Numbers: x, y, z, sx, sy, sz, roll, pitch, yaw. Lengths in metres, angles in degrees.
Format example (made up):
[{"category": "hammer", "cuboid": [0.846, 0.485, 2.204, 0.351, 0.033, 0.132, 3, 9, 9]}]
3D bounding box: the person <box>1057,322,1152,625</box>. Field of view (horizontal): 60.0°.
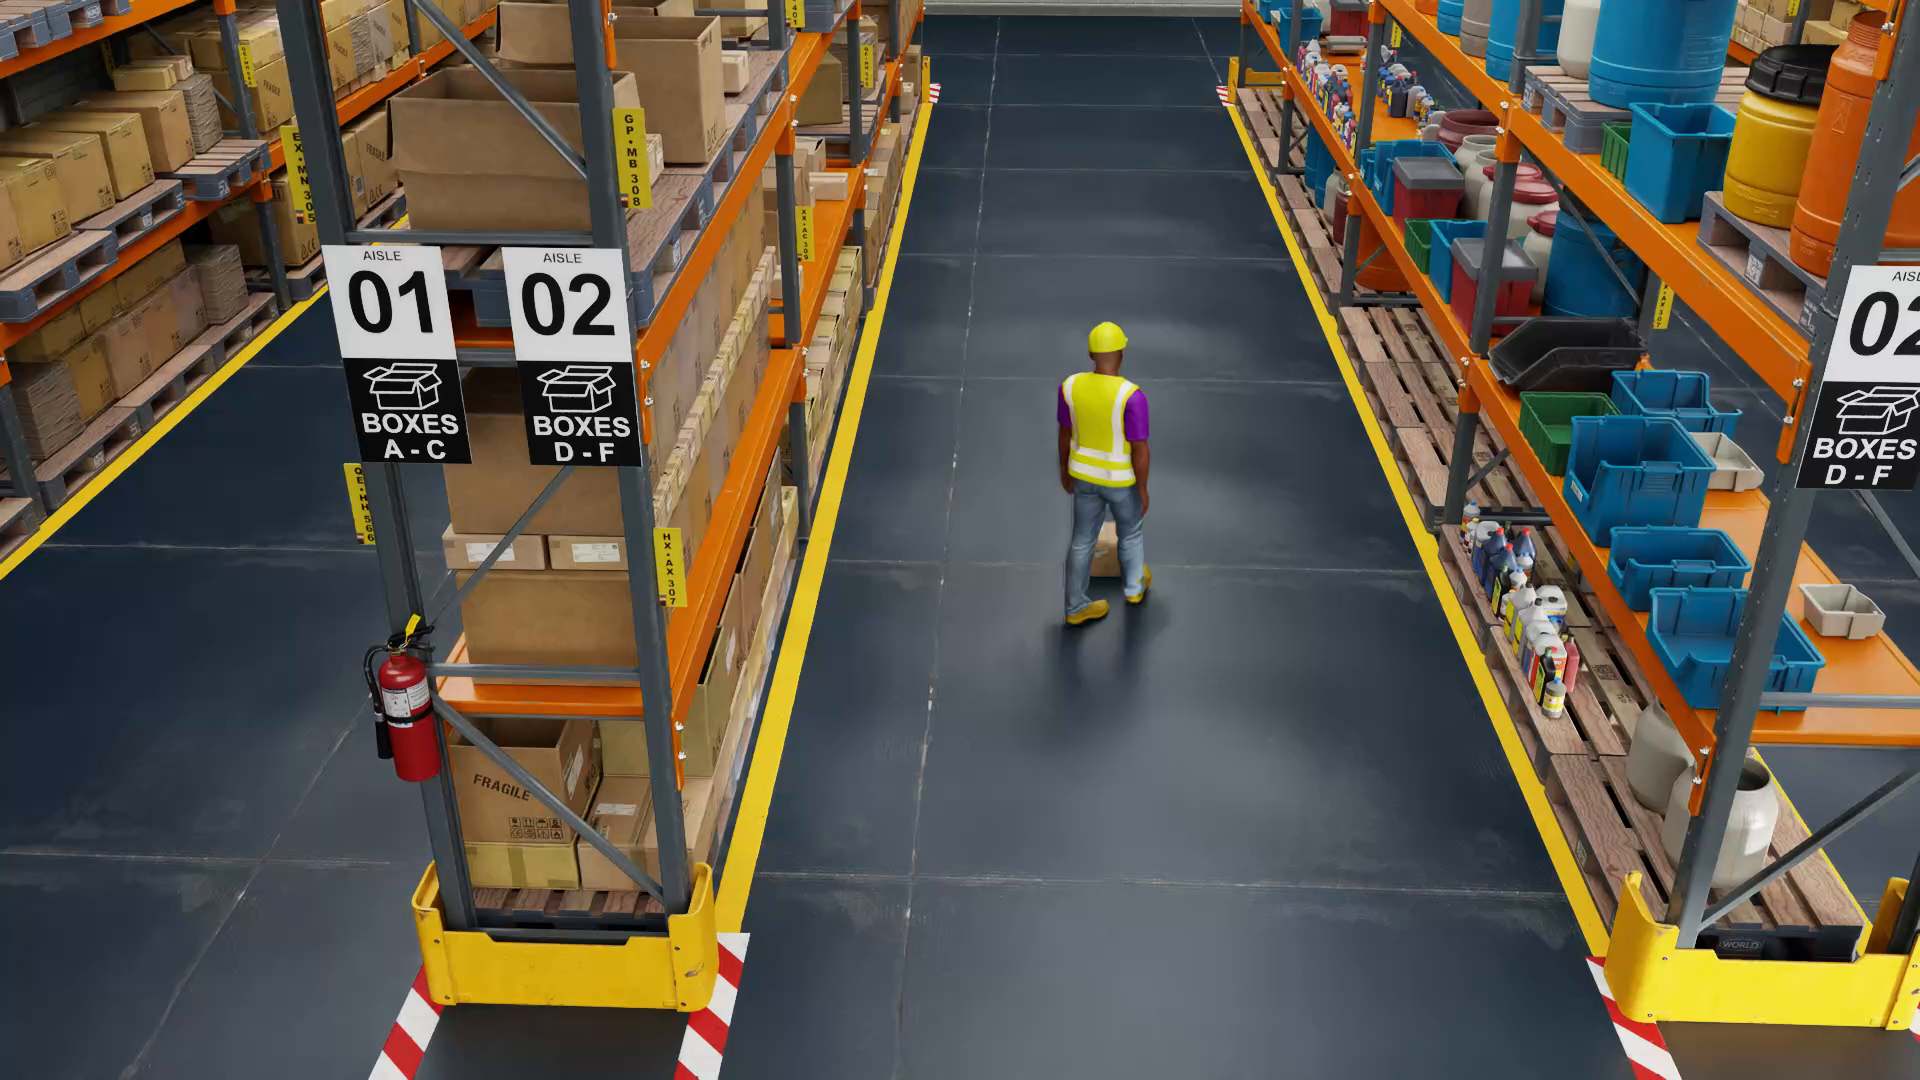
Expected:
[{"category": "person", "cuboid": [0.859, -0.405, 9.352, 0.587, 1.759, 0.732, 16, 32, 27]}]
